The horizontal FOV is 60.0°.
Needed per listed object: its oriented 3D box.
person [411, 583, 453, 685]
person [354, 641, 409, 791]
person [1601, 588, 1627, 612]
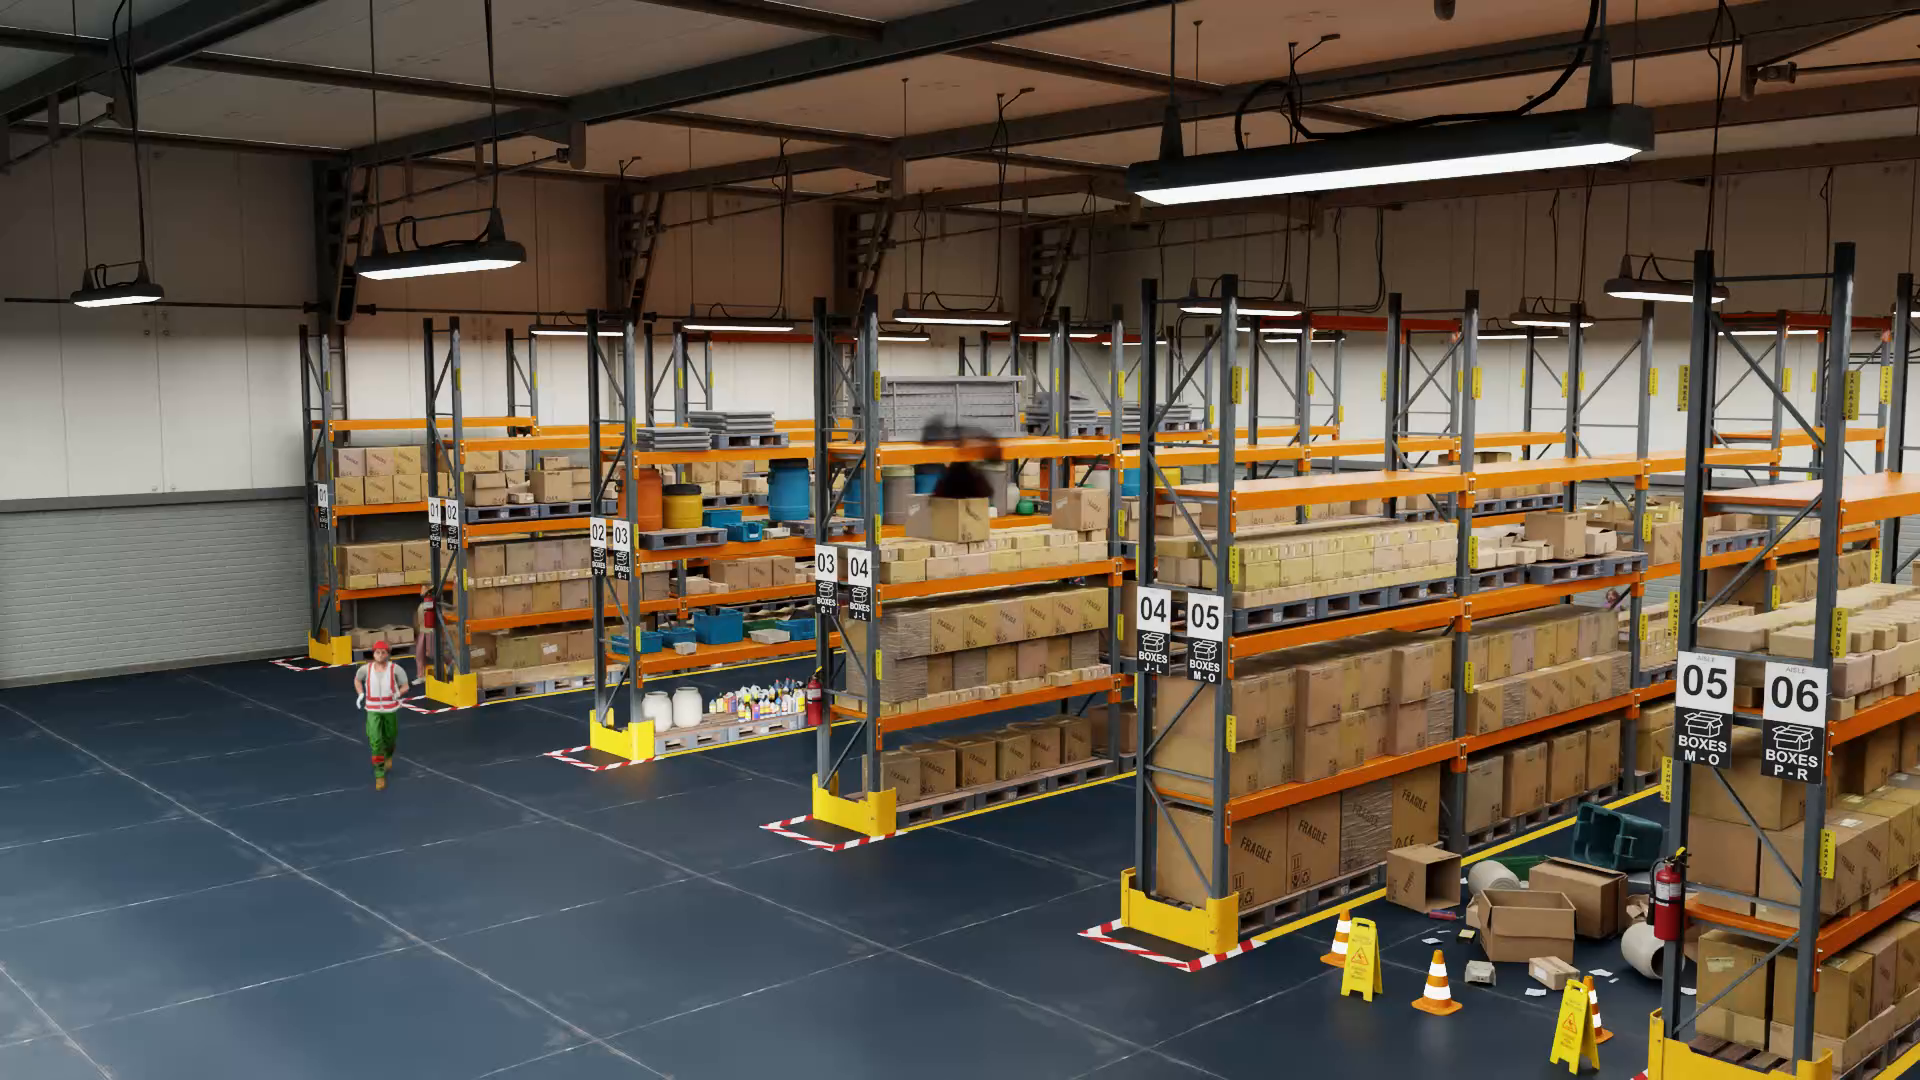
[{"bbox_3d":[-8.804,1.546,27.728,0.566,1.668,0.823,4,7,38],"label":"person"},{"bbox_3d":[-7.255,2.157,20.887,0.655,1.796,0.993,-2,6,-18],"label":"person"},{"bbox_3d":[10.942,1.588,27.851,0.554,1.573,0.670,4,7,37],"label":"person"}]
